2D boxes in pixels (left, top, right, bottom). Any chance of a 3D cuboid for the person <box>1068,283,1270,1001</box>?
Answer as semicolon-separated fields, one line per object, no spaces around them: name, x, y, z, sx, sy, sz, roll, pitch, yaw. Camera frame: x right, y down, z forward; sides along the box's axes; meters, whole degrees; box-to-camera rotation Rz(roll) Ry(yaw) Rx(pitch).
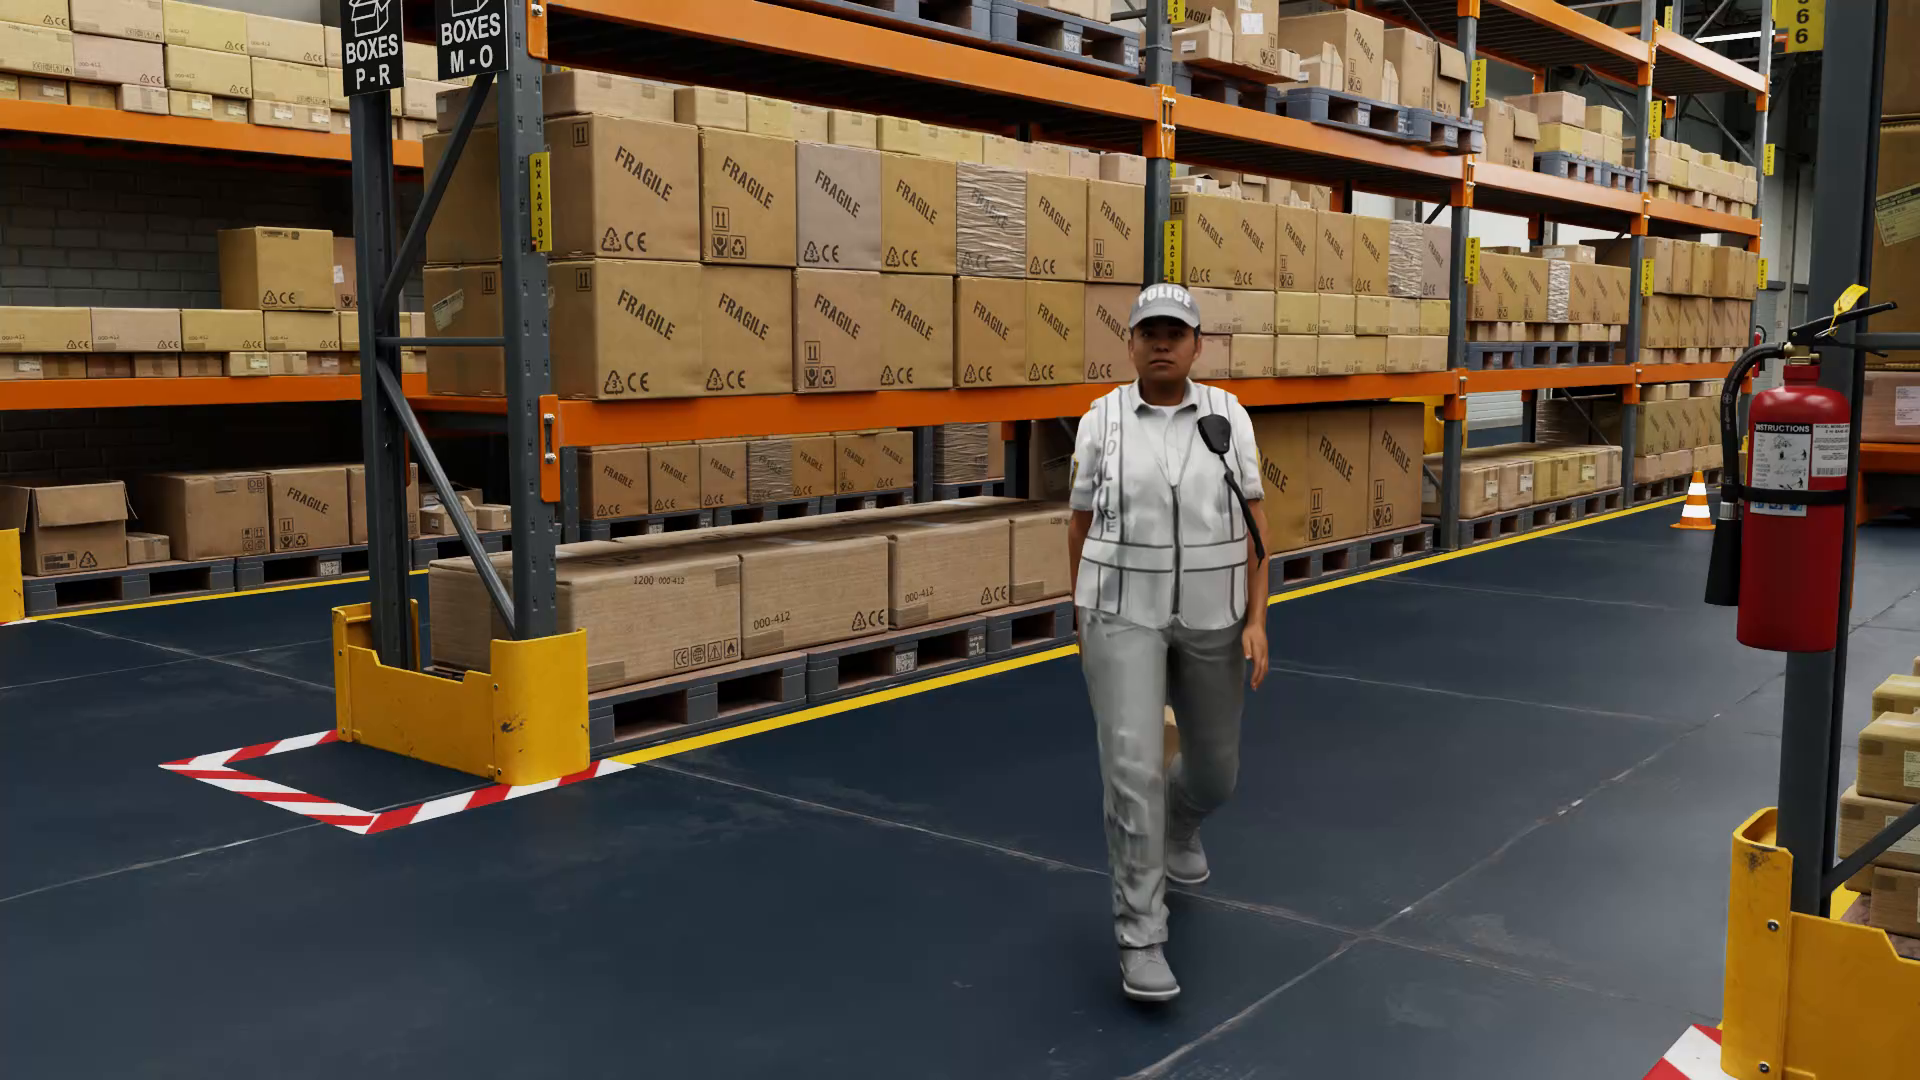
person;0.505;0.189;4.072;0.473;1.616;0.949;0;7;-3
